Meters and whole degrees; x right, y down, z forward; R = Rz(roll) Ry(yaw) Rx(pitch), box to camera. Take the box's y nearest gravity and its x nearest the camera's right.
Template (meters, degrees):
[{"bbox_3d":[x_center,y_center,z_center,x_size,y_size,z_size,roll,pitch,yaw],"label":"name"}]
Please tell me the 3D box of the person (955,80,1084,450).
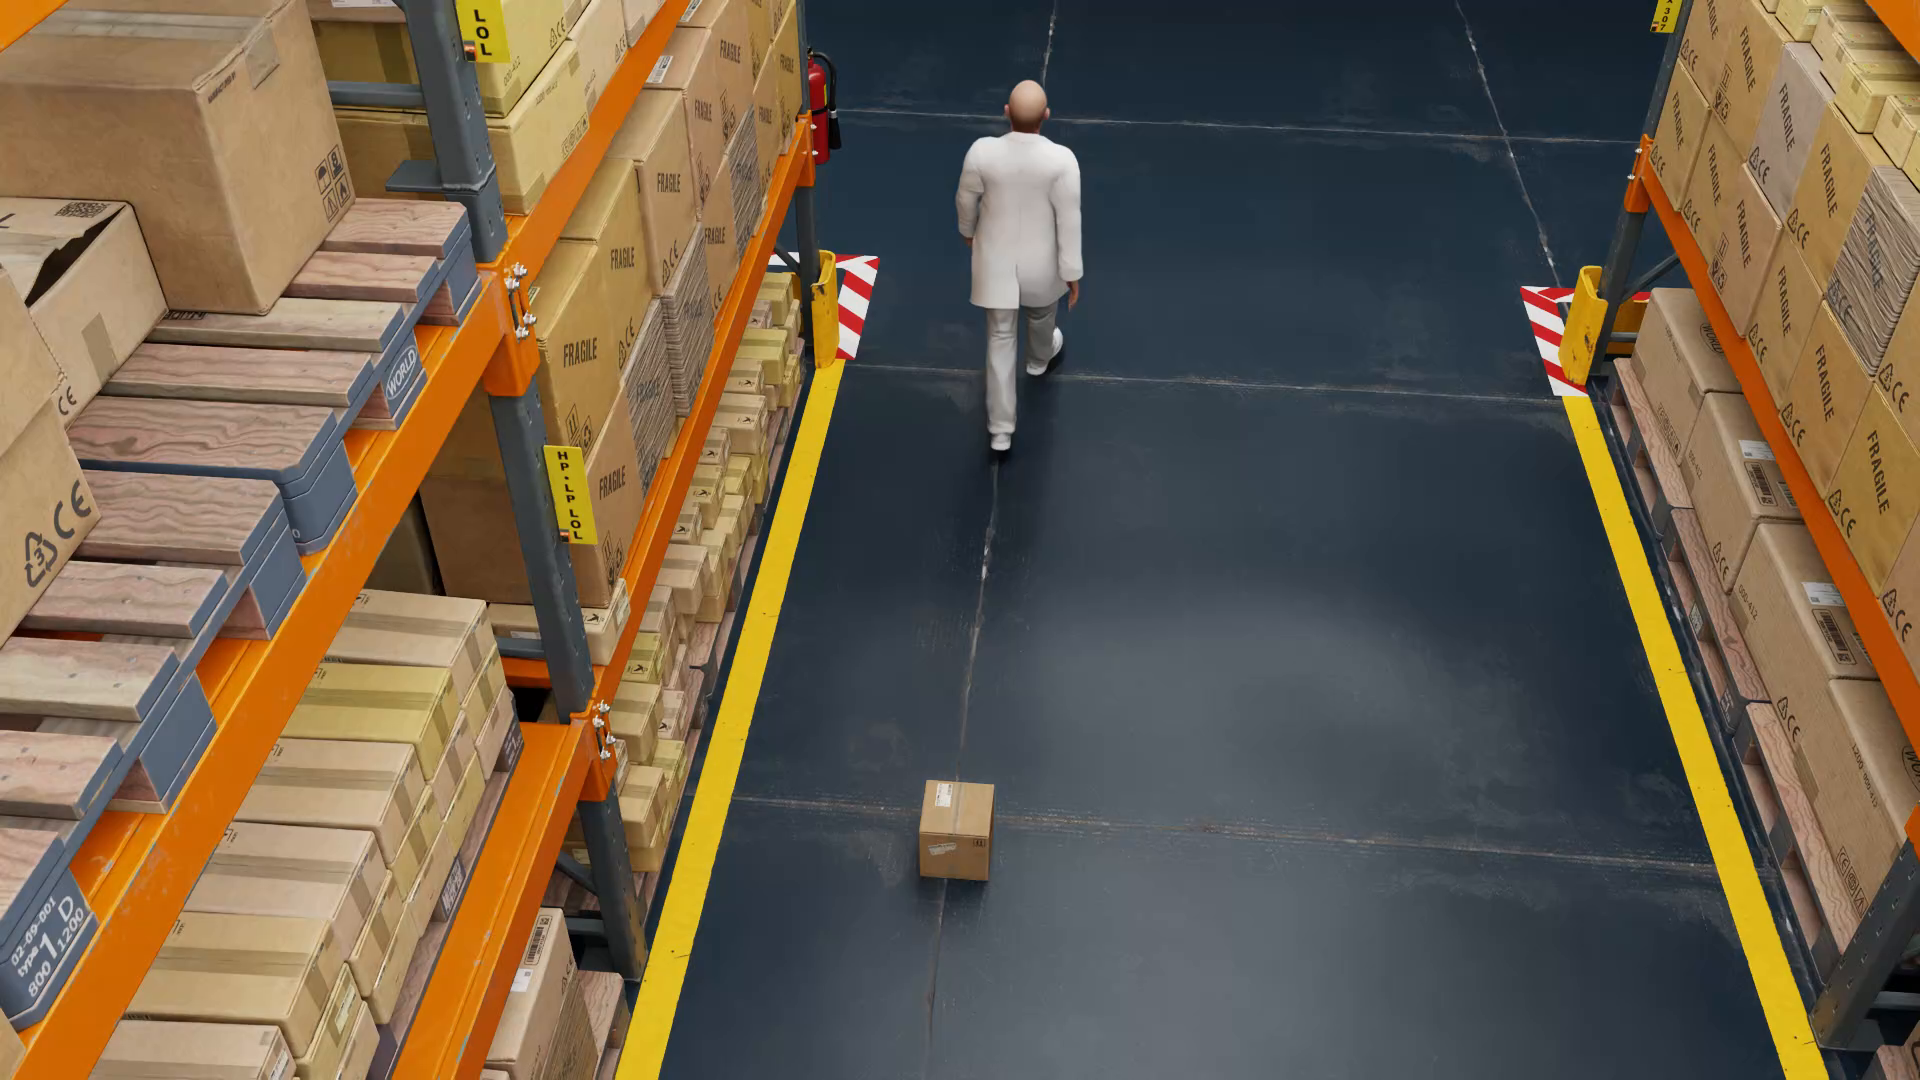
[{"bbox_3d":[0.287,-1.390,7.838,0.617,1.721,1.092,4,40,5],"label":"person"}]
